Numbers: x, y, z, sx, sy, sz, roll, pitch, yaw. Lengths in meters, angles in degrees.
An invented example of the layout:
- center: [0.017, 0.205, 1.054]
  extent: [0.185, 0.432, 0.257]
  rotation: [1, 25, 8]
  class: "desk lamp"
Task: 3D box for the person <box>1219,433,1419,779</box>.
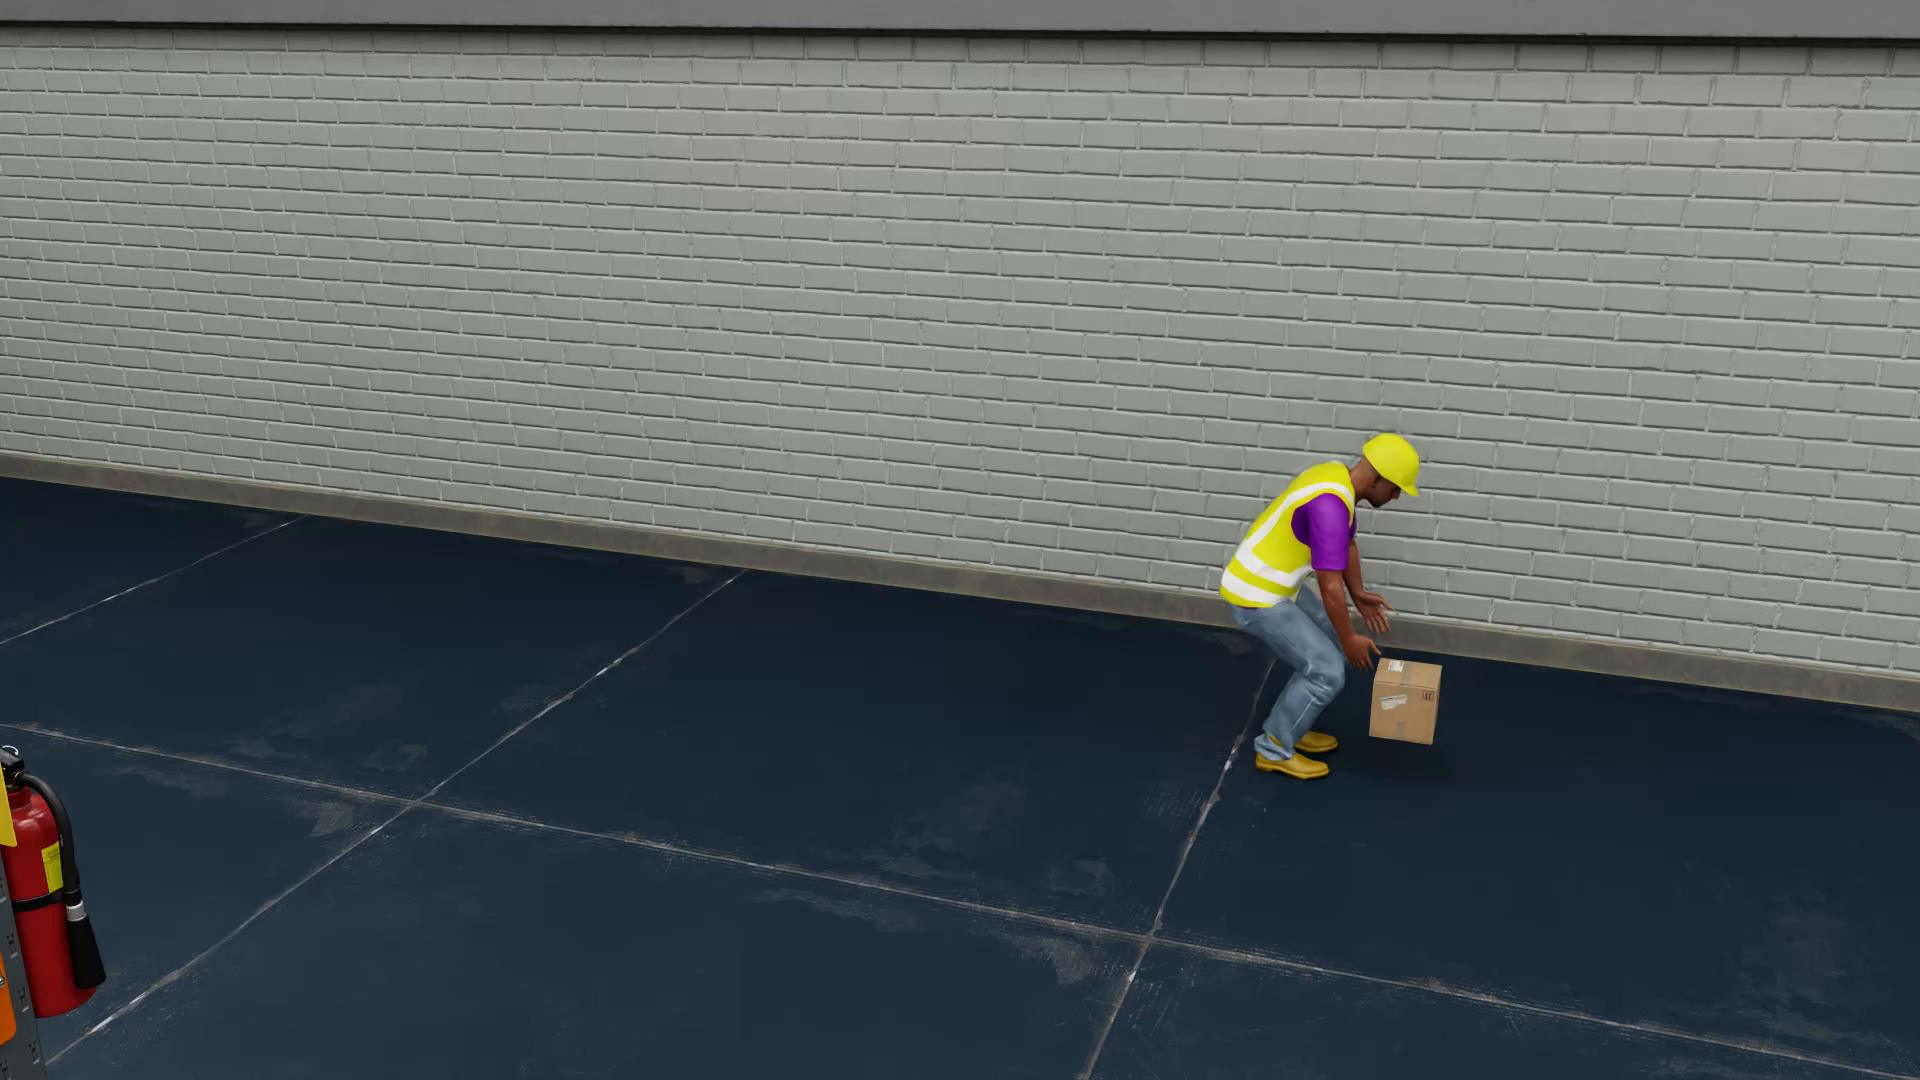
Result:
- center: [1.457, 0.237, 6.841]
  extent: [0.745, 1.433, 0.631]
  rotation: [6, 20, 18]
  class: "person"
